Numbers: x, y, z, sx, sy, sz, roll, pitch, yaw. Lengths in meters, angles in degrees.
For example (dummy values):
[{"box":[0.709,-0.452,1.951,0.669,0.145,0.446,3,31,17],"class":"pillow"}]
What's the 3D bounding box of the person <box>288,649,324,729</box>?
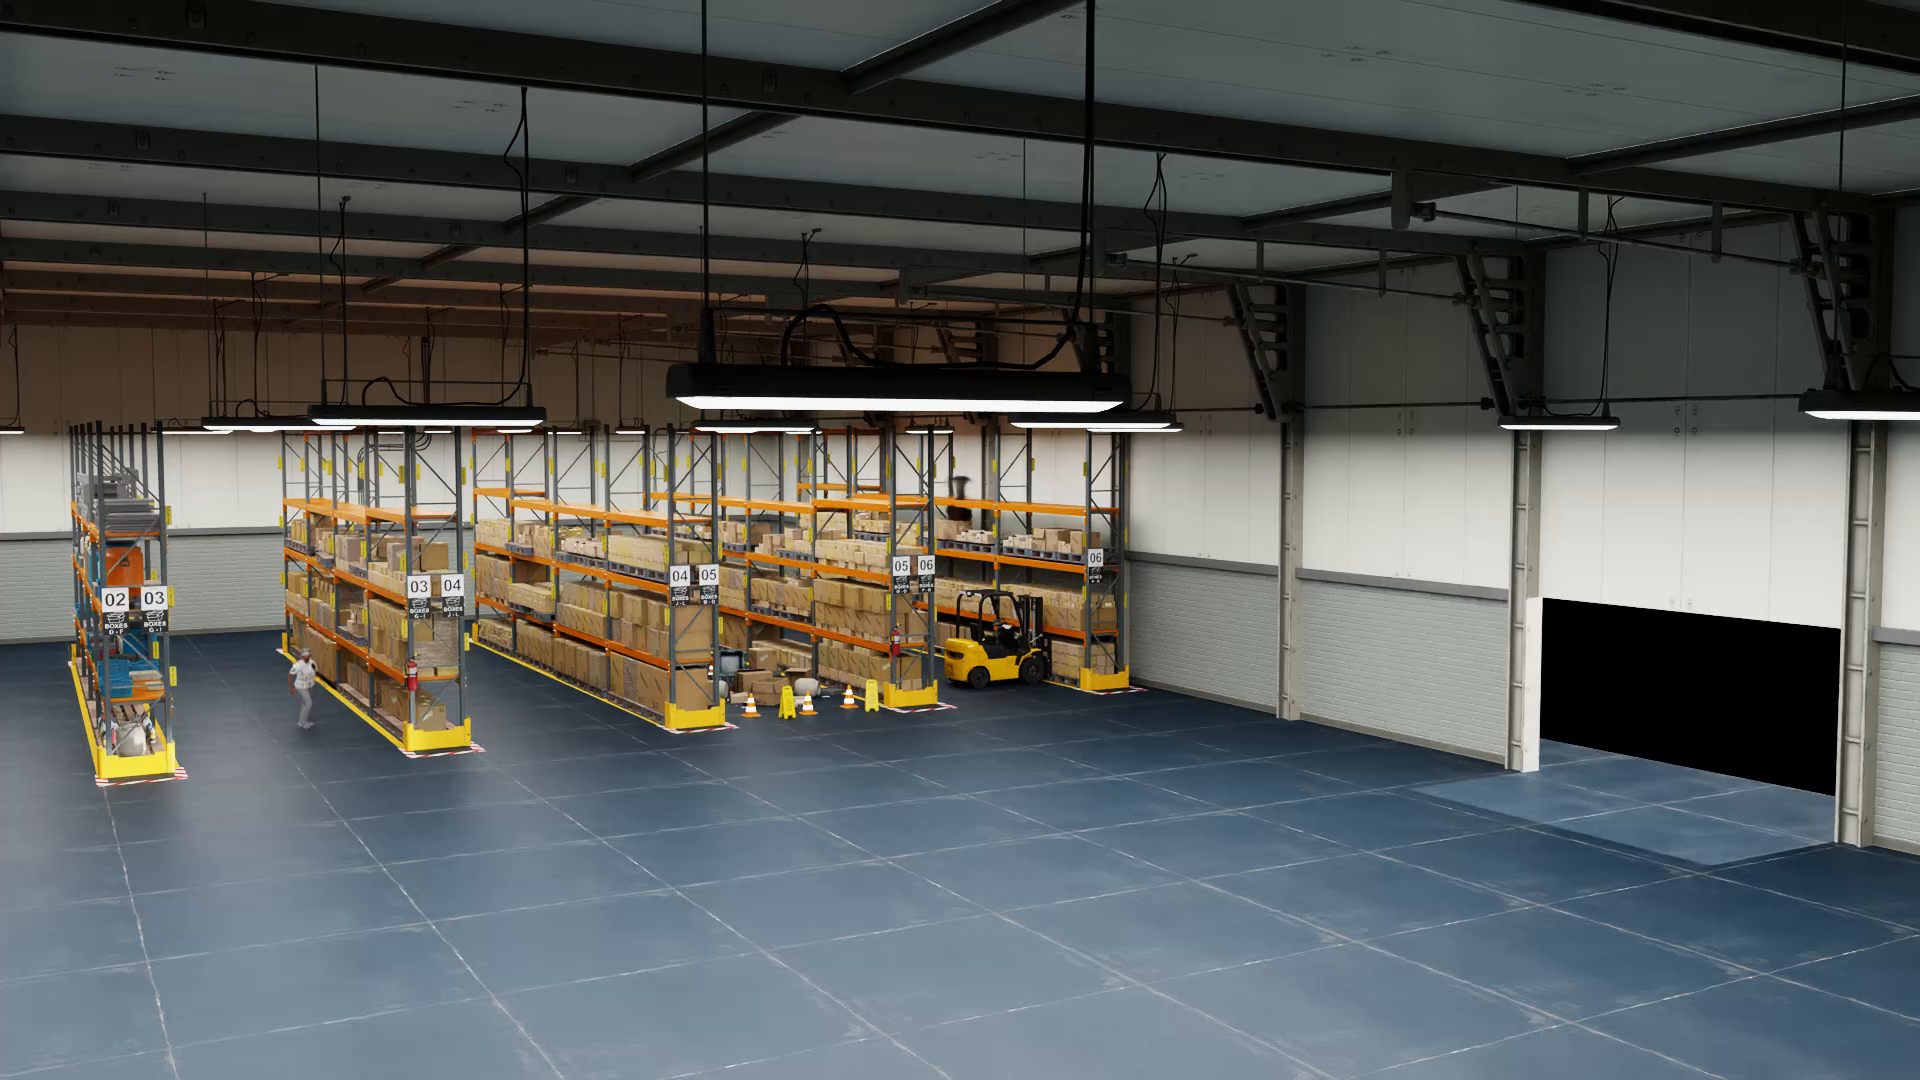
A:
[{"box":[-12.844,2.931,32.765,0.774,1.631,0.595,1,4,17],"class":"person"}]
